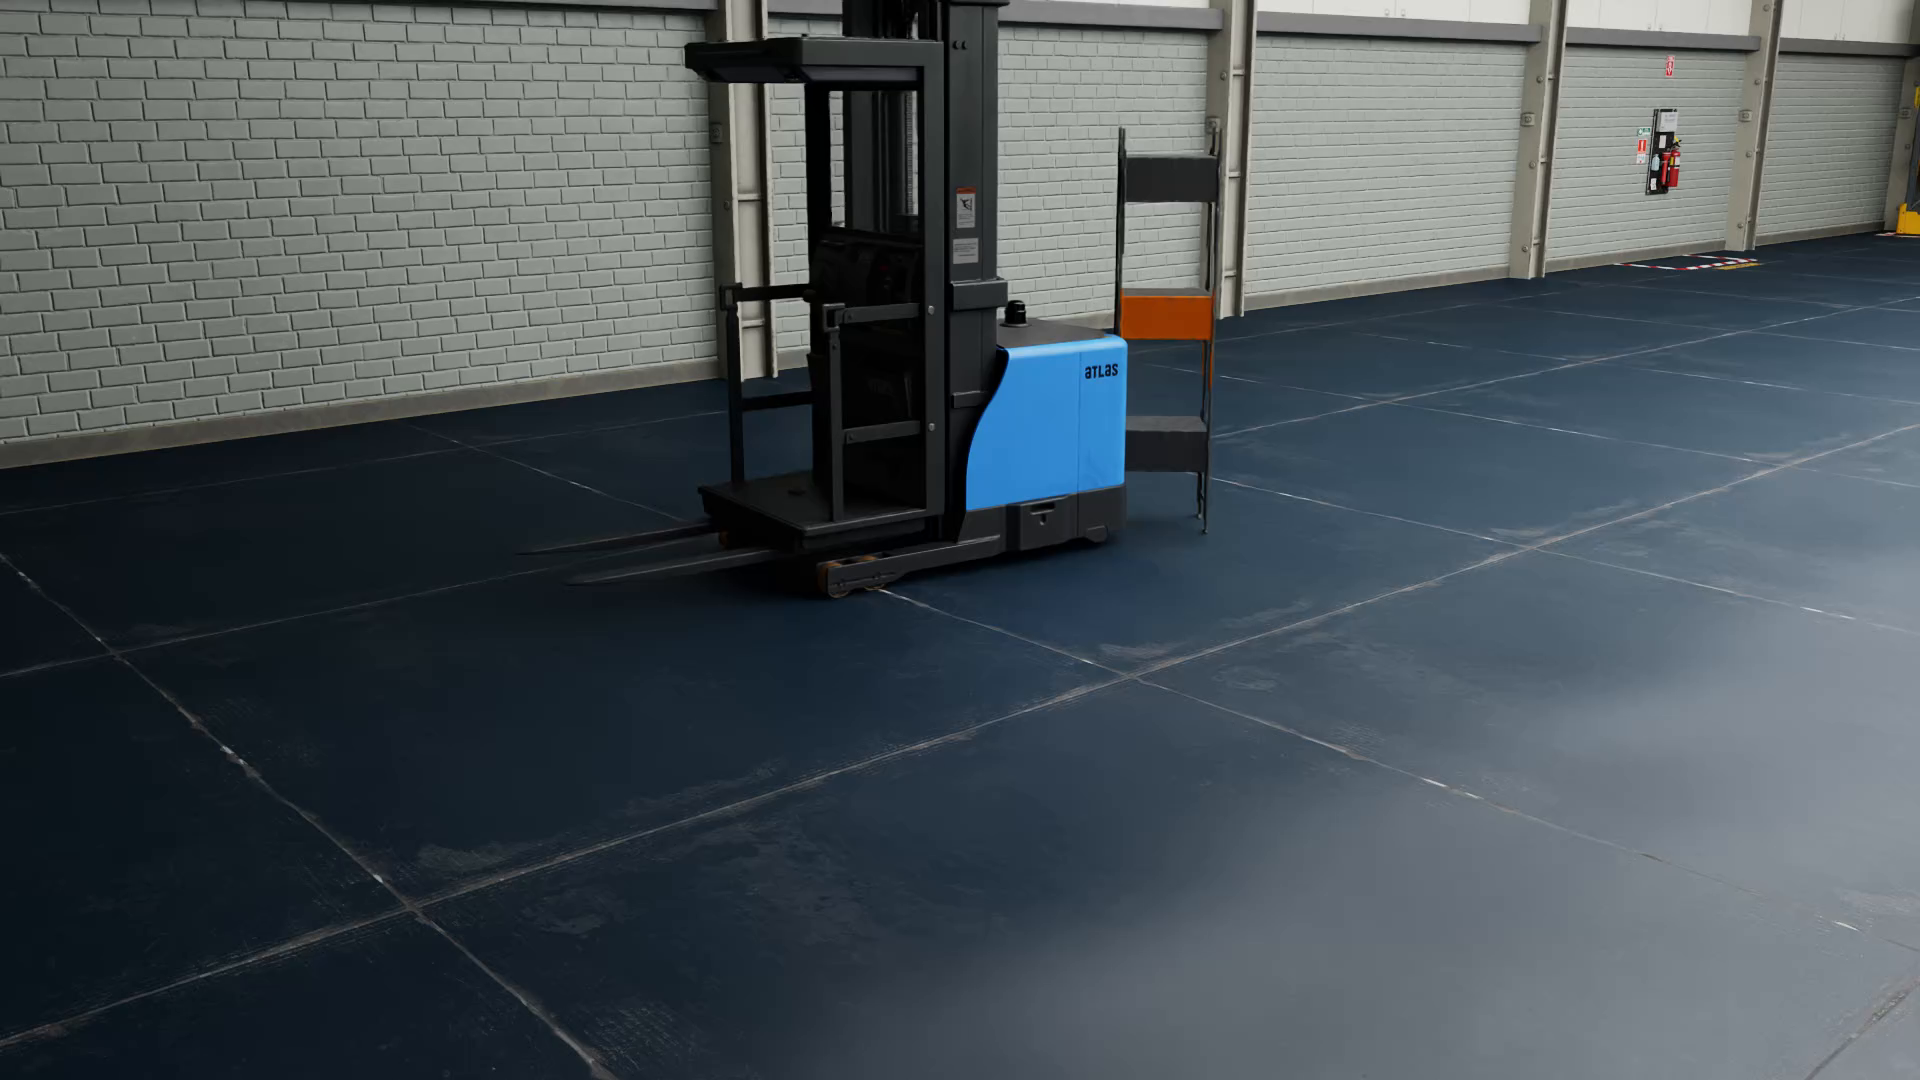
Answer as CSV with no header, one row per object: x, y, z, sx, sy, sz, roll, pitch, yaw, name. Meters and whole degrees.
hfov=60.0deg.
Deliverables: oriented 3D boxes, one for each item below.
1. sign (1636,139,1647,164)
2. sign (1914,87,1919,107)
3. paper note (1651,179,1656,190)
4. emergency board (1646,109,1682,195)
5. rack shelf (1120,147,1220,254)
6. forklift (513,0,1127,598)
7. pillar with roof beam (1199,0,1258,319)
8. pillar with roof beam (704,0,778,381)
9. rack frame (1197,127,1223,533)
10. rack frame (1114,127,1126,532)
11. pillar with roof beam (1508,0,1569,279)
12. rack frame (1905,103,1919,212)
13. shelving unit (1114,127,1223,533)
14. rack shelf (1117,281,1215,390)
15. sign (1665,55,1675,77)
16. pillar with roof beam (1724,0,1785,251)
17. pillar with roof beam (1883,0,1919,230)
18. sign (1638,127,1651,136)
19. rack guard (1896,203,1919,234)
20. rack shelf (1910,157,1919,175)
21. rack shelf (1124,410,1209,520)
9.443,-5.387,23.035,0.234,0.329,0.001,-13,19,-39,sign
16.034,-7.407,27.813,0.005,0.325,0.100,-13,19,-39,sign
9.749,-5.001,23.367,0.142,0.148,0.016,-13,19,-39,paper note
9.928,-5.443,23.315,0.643,1.169,0.194,-13,19,-39,emergency board
1.078,-1.767,8.636,0.480,0.518,0.431,1,15,2,rack shelf
-0.633,-1.300,7.938,3.031,2.935,1.130,-10,18,-33,forklift
5.591,-5.882,13.333,0.400,9.000,9.100,-13,19,-39,pillar with roof beam
1.065,-4.865,9.527,0.400,9.000,9.100,-13,19,-39,pillar with roof beam
1.322,-1.101,8.803,0.015,2.100,0.400,1,15,2,rack frame
0.835,-1.106,8.823,0.015,2.100,0.400,1,15,2,rack frame
10.117,-6.898,17.138,0.400,9.000,9.100,-13,19,-39,pillar with roof beam
16.384,-6.584,27.586,0.127,3.000,1.000,-13,19,-39,rack frame
1.078,-1.104,8.813,0.503,2.100,0.431,1,15,2,shelving unit
1.078,-1.091,8.817,0.480,0.518,0.431,1,15,2,rack shelf
9.857,-6.581,23.084,0.199,0.298,0.001,-13,19,-39,sign
14.643,-7.915,20.943,0.400,9.000,9.100,-13,19,-39,pillar with roof beam
19.170,-8.931,24.748,0.400,9.000,9.100,-13,19,-39,pillar with roof beam
9.453,-5.642,22.963,0.331,0.109,0.001,-13,19,-39,sign
16.441,-5.389,27.956,0.348,0.500,1.175,-13,19,-39,rack guard
17.892,-6.575,28.947,4.000,0.370,1.077,-13,19,-39,rack shelf
1.078,-0.414,8.997,0.480,0.518,0.431,1,15,2,rack shelf
